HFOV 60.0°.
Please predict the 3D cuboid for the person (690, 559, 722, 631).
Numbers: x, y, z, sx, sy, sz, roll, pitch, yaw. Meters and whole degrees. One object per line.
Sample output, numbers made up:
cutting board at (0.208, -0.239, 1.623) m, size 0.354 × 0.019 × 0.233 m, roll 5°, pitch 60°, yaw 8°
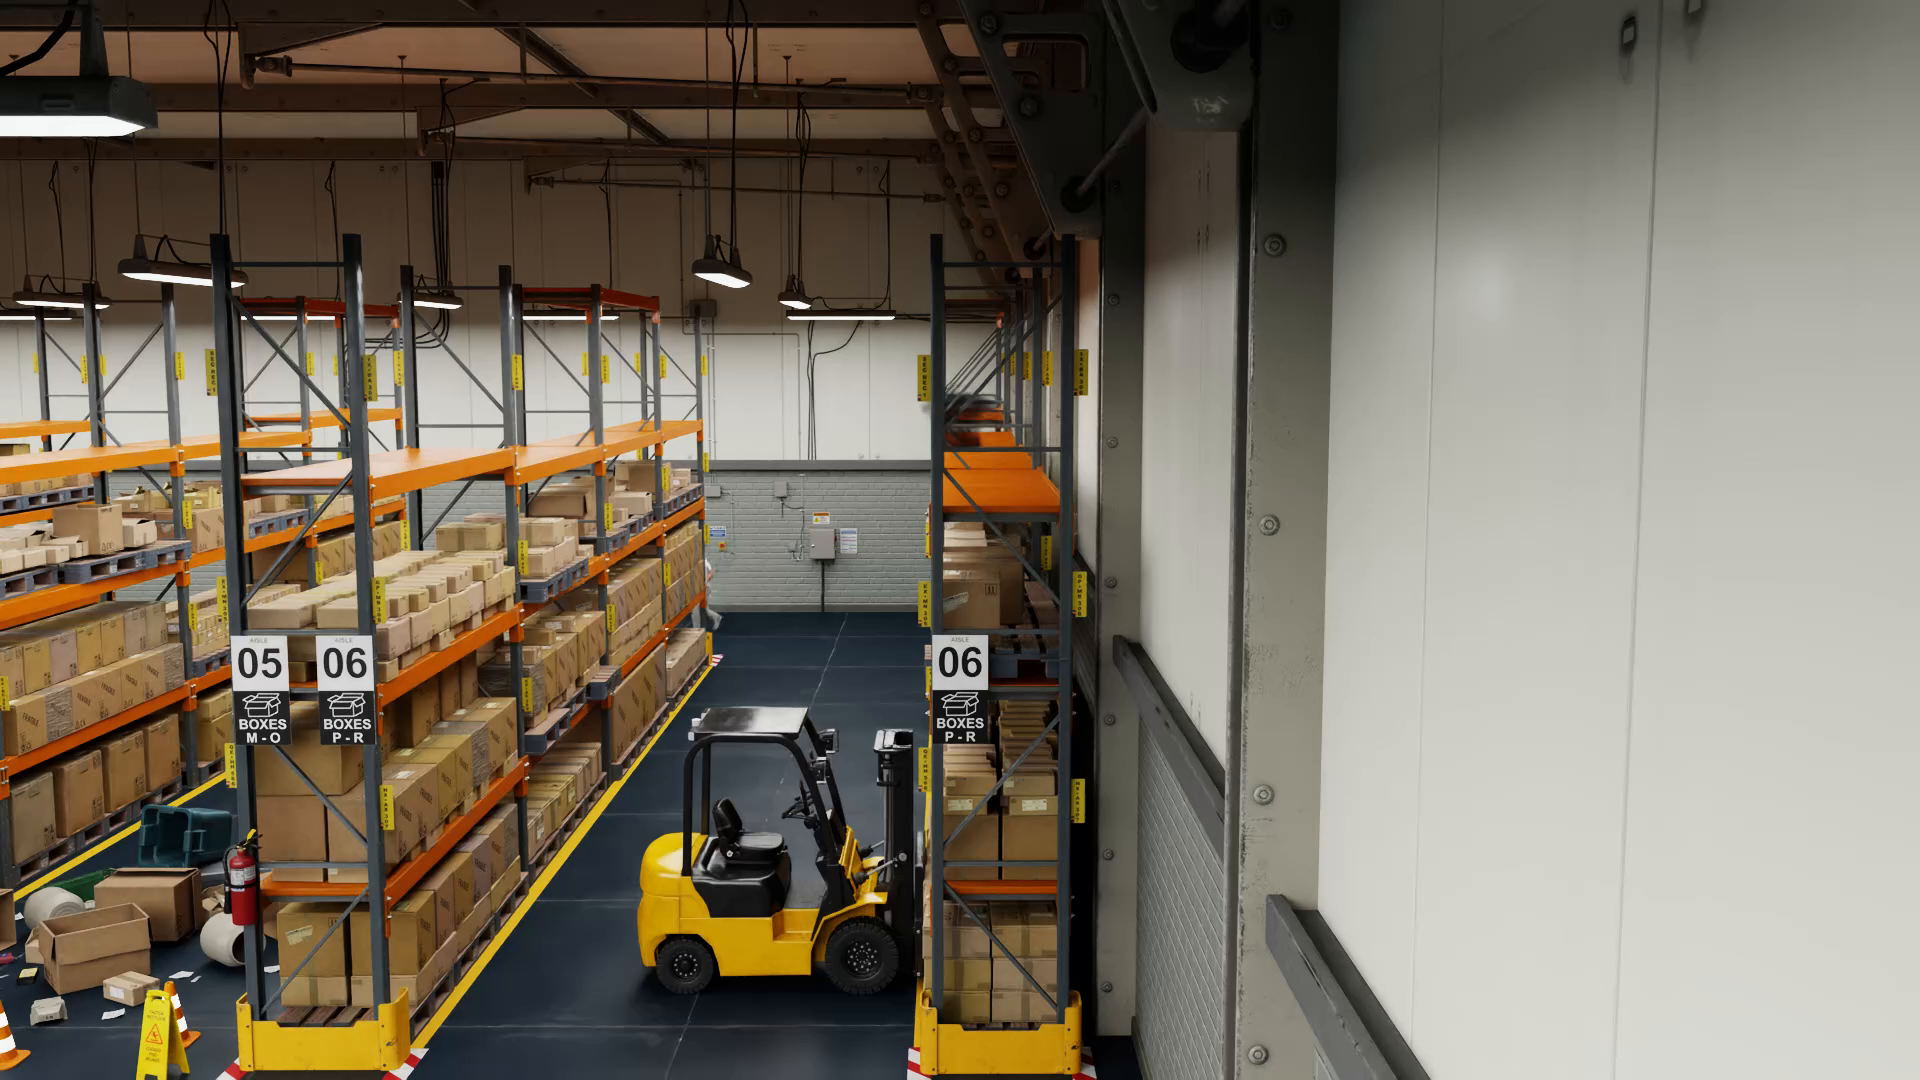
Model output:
person at (-4.779, 0.894, 30.991) m, size 0.805 × 1.731 × 0.662 m, roll -4°, pitch 8°, yaw -34°
